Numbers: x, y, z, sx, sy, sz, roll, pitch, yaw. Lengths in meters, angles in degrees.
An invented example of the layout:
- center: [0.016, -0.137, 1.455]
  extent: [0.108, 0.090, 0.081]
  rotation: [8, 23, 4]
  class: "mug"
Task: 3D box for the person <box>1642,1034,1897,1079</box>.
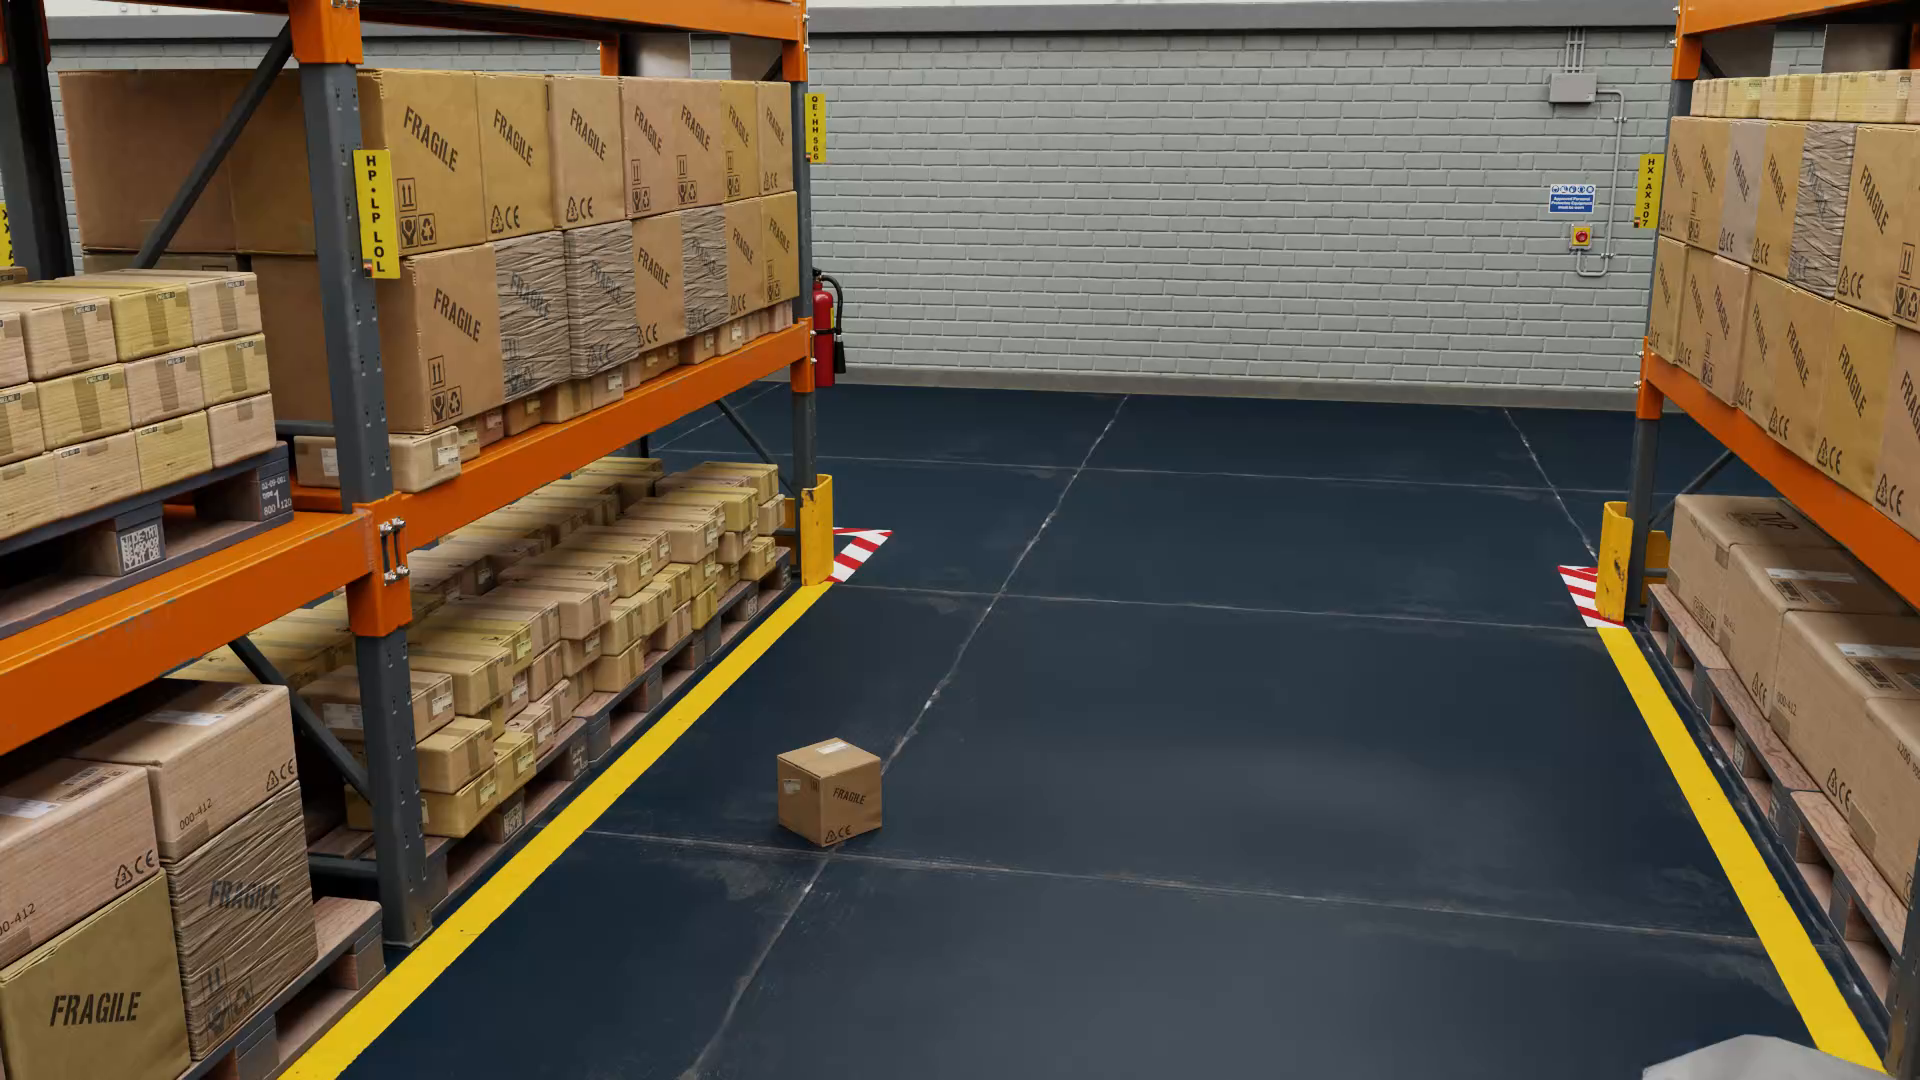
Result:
- center: [0.636, 1.198, 1.394]
  extent: [0.504, 1.660, 0.548]
  rotation: [-1, 15, -5]
  class: "person"
